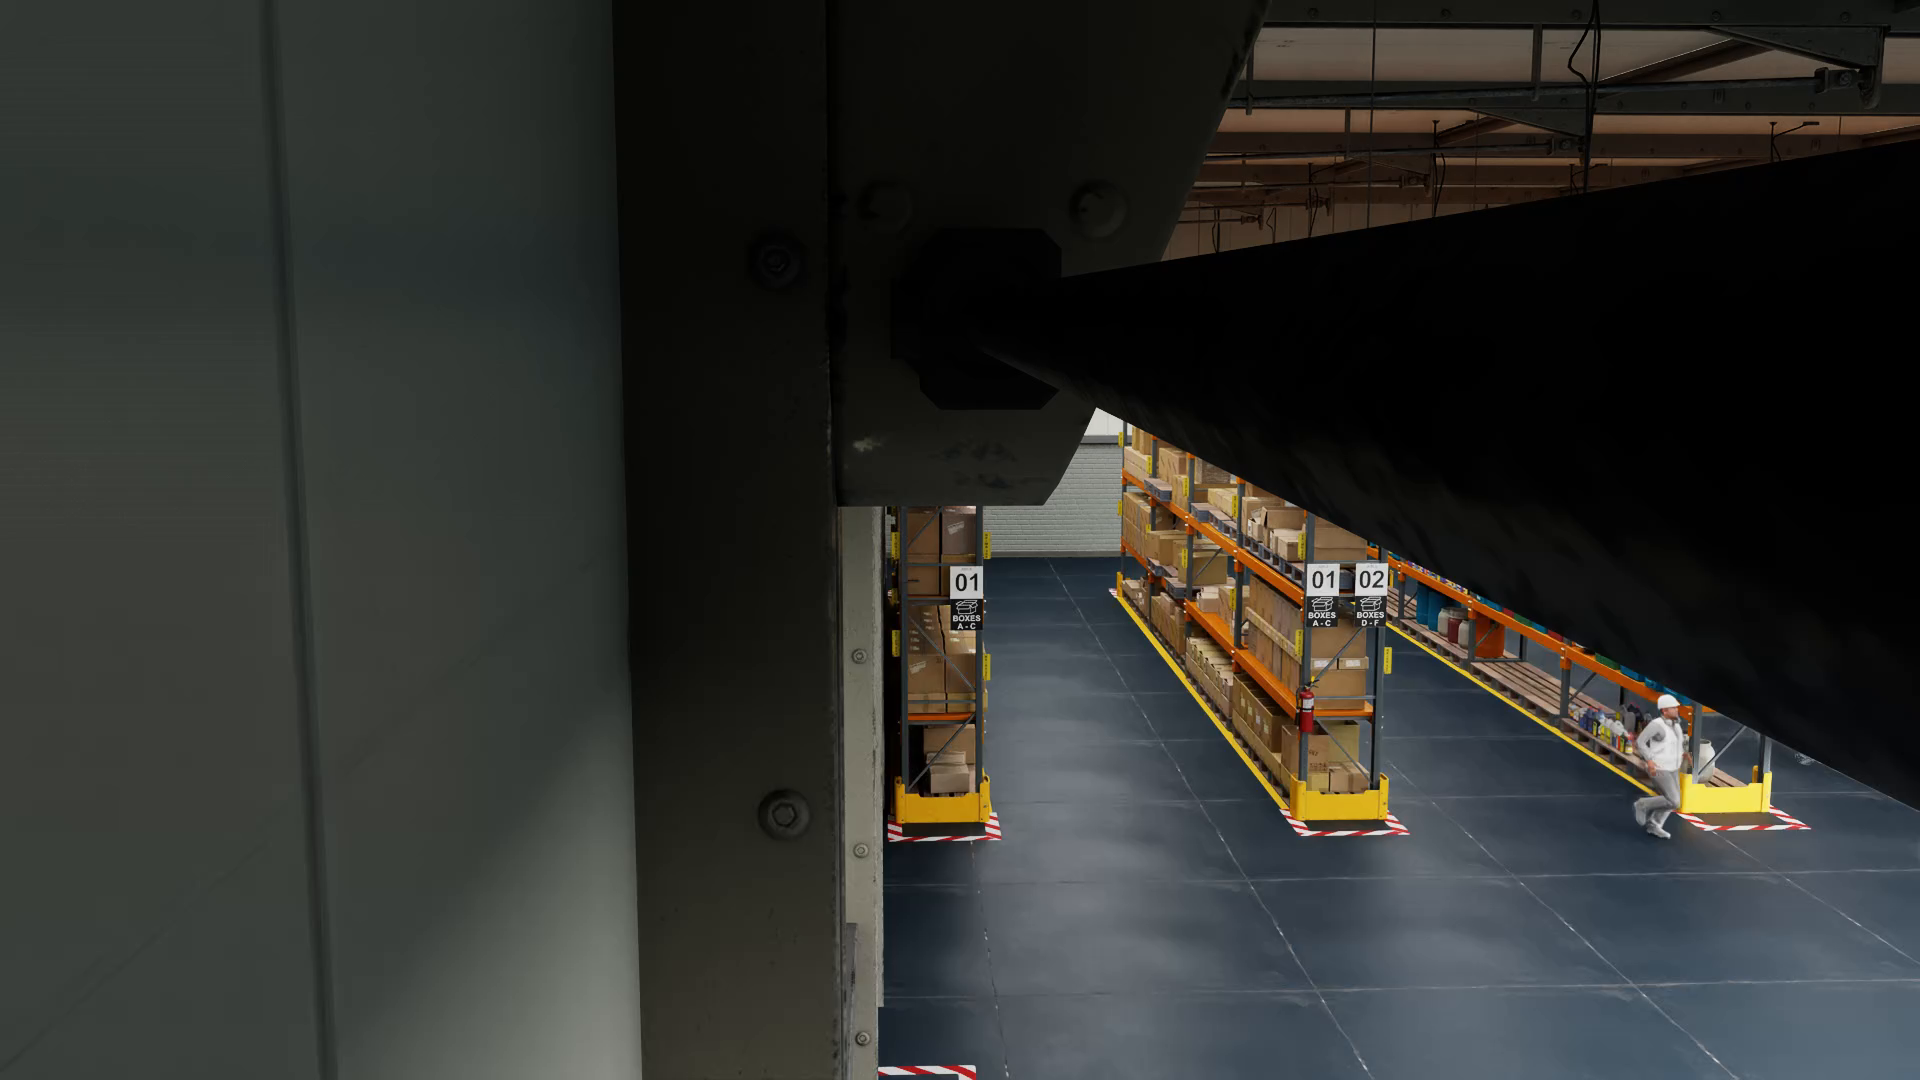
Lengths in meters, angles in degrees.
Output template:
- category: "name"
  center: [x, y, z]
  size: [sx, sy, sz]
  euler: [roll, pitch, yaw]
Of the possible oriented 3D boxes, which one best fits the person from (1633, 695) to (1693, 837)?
- category: "person"
  center: [8.429, 2.706, 19.877]
  size: [0.655, 1.733, 0.597]
  euler: [-6, 10, -38]
